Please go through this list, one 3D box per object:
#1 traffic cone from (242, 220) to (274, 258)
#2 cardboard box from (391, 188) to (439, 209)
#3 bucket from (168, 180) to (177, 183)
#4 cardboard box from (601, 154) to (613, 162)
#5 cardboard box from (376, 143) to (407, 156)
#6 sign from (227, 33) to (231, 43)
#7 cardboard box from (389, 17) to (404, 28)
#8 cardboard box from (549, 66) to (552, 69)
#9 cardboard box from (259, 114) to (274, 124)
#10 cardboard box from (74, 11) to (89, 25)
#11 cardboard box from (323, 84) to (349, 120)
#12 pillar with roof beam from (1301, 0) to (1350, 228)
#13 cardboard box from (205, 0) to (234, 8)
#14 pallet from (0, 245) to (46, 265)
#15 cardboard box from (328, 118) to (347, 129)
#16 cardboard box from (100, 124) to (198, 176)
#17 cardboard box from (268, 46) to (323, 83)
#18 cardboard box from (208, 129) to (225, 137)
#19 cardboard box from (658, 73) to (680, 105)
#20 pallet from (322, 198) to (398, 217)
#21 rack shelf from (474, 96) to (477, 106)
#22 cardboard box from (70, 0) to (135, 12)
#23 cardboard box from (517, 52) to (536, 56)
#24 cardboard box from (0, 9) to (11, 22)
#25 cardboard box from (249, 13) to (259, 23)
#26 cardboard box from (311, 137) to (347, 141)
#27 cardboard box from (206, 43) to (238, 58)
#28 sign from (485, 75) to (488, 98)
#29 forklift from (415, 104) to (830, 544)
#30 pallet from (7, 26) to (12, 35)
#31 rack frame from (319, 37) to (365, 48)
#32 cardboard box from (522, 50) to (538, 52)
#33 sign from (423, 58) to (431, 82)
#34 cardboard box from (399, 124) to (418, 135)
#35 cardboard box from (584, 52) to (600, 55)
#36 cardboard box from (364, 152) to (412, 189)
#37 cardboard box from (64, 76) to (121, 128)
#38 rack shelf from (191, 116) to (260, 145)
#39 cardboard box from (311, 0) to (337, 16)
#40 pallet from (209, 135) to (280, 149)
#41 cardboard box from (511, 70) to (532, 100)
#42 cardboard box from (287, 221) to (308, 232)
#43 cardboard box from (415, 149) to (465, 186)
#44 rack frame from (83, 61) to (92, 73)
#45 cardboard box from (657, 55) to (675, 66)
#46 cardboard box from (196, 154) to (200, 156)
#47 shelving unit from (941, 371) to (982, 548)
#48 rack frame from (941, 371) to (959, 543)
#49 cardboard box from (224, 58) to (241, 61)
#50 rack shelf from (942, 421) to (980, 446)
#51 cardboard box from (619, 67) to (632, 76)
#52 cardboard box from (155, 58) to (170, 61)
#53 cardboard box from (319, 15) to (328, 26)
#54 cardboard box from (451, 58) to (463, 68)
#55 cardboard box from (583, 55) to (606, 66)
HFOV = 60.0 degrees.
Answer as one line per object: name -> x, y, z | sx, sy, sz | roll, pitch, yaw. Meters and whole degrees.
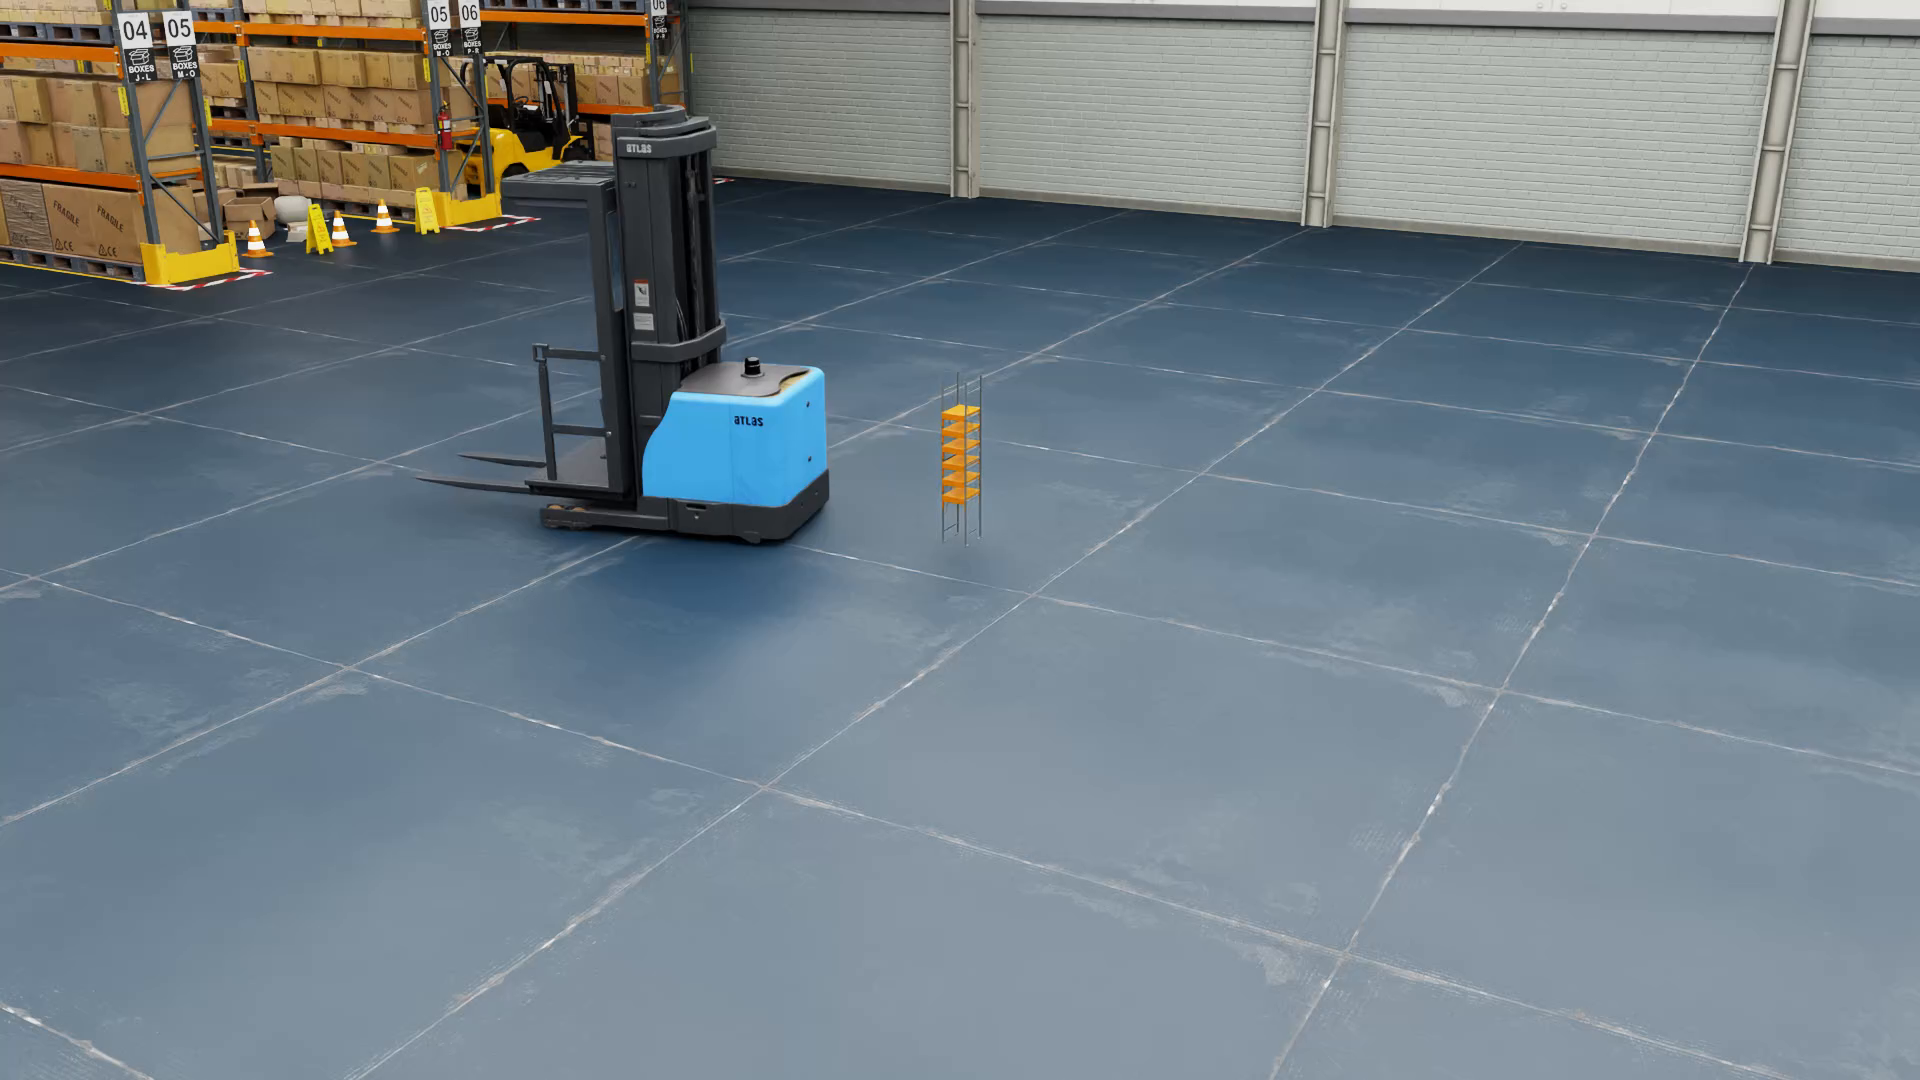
traffic cone -> -9.498, -4.071, 22.410 | 0.334, 0.463, 0.336 | 11, 23, 27
cardboard box -> -8.259, -5.206, 25.236 | 0.500, 0.250, 0.500 | 11, 23, 27
bucket -> -11.975, -5.257, 24.531 | 0.726, 0.611, 0.620 | -16, 16, -38
cardboard box -> -5.977, -6.696, 29.342 | 0.500, 0.250, 0.500 | 11, 23, 27
cardboard box -> -8.581, -5.902, 25.103 | 0.250, 0.149, 0.380 | 12, 23, 29
sign -> -15.192, -10.427, 34.514 | 0.005, 0.325, 0.100 | 11, 23, 27
cardboard box -> -8.082, -7.543, 24.230 | 0.250, 0.149, 0.380 | 11, 23, 28
cardboard box -> -7.222, -8.386, 29.487 | 0.250, 0.149, 0.380 | 10, 22, 26
cardboard box -> -10.774, -6.643, 26.147 | 0.250, 0.149, 0.380 | 11, 23, 27
cardboard box -> -10.402, -6.286, 20.002 | 0.250, 0.149, 0.380 | 11, 23, 28
cardboard box -> -9.312, -6.697, 25.346 | 0.500, 0.500, 0.500 | 11, 23, 28
pillar with roof beam -> 3.225, -7.649, 19.754 | 0.400, 9.000, 9.100 | 11, 23, 27
cardboard box -> -11.473, -8.500, 26.103 | 0.500, 0.250, 0.500 | 10, 22, 26
pallet -> -12.593, -3.957, 22.465 | 1.213, 0.211, 1.003 | 11, 23, 27
cardboard box -> -9.428, -6.393, 25.460 | 0.250, 0.149, 0.380 | 11, 23, 27
cardboard box -> -10.073, -4.872, 20.676 | 0.550, 0.550, 0.875 | 11, 23, 27
cardboard box -> -10.179, -7.336, 25.641 | 0.500, 0.500, 0.700 | 11, 23, 28
cardboard box -> -15.147, -8.592, 34.203 | 0.500, 0.500, 0.500 | 12, 23, 30
cardboard box -> -5.280, -7.934, 29.191 | 0.500, 0.500, 0.500 | 12, 23, 29
pallet -> -9.220, -5.294, 26.150 | 1.213, 0.211, 1.003 | 11, 23, 27
rack shelf -> -10.221, -8.381, 31.626 | 4.000, 0.370, 1.077 | 11, 23, 27
cardboard box -> -10.290, -6.475, 19.939 | 0.500, 0.250, 0.500 | 11, 23, 28
cardboard box -> -7.668, -8.607, 29.661 | 0.250, 0.149, 0.380 | 11, 23, 28
cardboard box -> -11.739, -6.540, 20.702 | 0.250, 0.149, 0.380 | 11, 23, 28
cardboard box -> -10.739, -8.074, 25.695 | 0.250, 0.149, 0.380 | 10, 22, 26
cardboard box -> -12.441, -8.081, 32.793 | 0.500, 0.500, 0.500 | 12, 23, 29
cardboard box -> -14.694, -9.728, 33.523 | 0.500, 0.500, 0.700 | 11, 23, 28
sign -> -7.136, -6.812, 24.975 | 0.005, 0.325, 0.100 | 11, 23, 27
forklift -> -2.556, -1.612, 12.012 | 3.031, 2.935, 1.130 | 5, 21, 14
pallet -> -12.509, -6.647, 21.523 | 1.213, 0.211, 1.003 | 11, 23, 27
rack frame -> -11.967, -9.052, 32.421 | 0.127, 3.000, 1.000 | 11, 23, 27
cardboard box -> -7.850, -8.861, 30.361 | 0.250, 0.149, 0.380 | 10, 22, 26
sign -> -7.689, -6.774, 23.980 | 0.005, 0.325, 0.100 | 11, 23, 27
cardboard box -> -8.107, -6.133, 24.741 | 0.250, 0.149, 0.380 | 10, 22, 27
cardboard box -> -6.509, -8.599, 29.636 | 0.250, 0.149, 0.380 | 11, 23, 28
cardboard box -> -8.685, -5.642, 25.337 | 0.500, 0.500, 0.500 | 12, 23, 29
cardboard box -> -10.557, -5.468, 20.738 | 0.550, 0.550, 0.875 | 11, 23, 27
rack shelf -> -12.639, -6.903, 27.551 | 4.000, 0.370, 1.077 | 11, 23, 27
cardboard box -> -9.315, -7.980, 24.850 | 0.500, 0.250, 0.500 | 11, 23, 28
pallet -> -14.731, -8.282, 34.388 | 1.213, 0.211, 1.003 | 11, 23, 27
cardboard box -> -7.752, -8.201, 29.927 | 0.500, 0.500, 0.500 | 11, 23, 28
cardboard box -> -9.529, -4.520, 24.107 | 0.380, 0.149, 0.250 | -11, 23, -29
cardboard box -> -7.991, -5.721, 25.554 | 0.500, 0.500, 0.500 | 10, 22, 26
rack frame -> -14.385, -7.574, 28.345 | 0.127, 3.000, 1.000 | 11, 23, 27
cardboard box -> -5.172, -8.333, 28.904 | 0.250, 0.149, 0.380 | 10, 22, 26
cardboard box -> -13.248, -6.319, 28.123 | 0.625, 0.372, 0.950 | 10, 22, 26
shelving unit -> 0.013, -0.562, 11.654 | 0.189, 1.200, 0.258 | 11, 23, 27
rack frame -> -0.067, -0.577, 11.696 | 0.006, 1.200, 0.240 | 11, 23, 27
cardboard box -> -12.025, -7.626, 27.289 | 0.500, 0.500, 0.500 | 11, 22, 27
rack shelf -> 0.013, -0.745, 11.587 | 0.180, 0.103, 0.258 | 11, 23, 27
cardboard box -> -5.660, -8.081, 28.647 | 0.250, 0.149, 0.380 | 11, 23, 28
cardboard box -> -13.180, -7.643, 27.339 | 0.500, 0.500, 0.500 | 11, 23, 28
cardboard box -> -9.392, -7.818, 24.990 | 0.250, 0.149, 0.380 | 11, 23, 28
cardboard box -> -9.116, -8.767, 30.537 | 0.250, 0.149, 0.380 | 10, 22, 27
cardboard box -> -6.333, -8.351, 28.955 | 0.250, 0.149, 0.380 | 11, 23, 29
